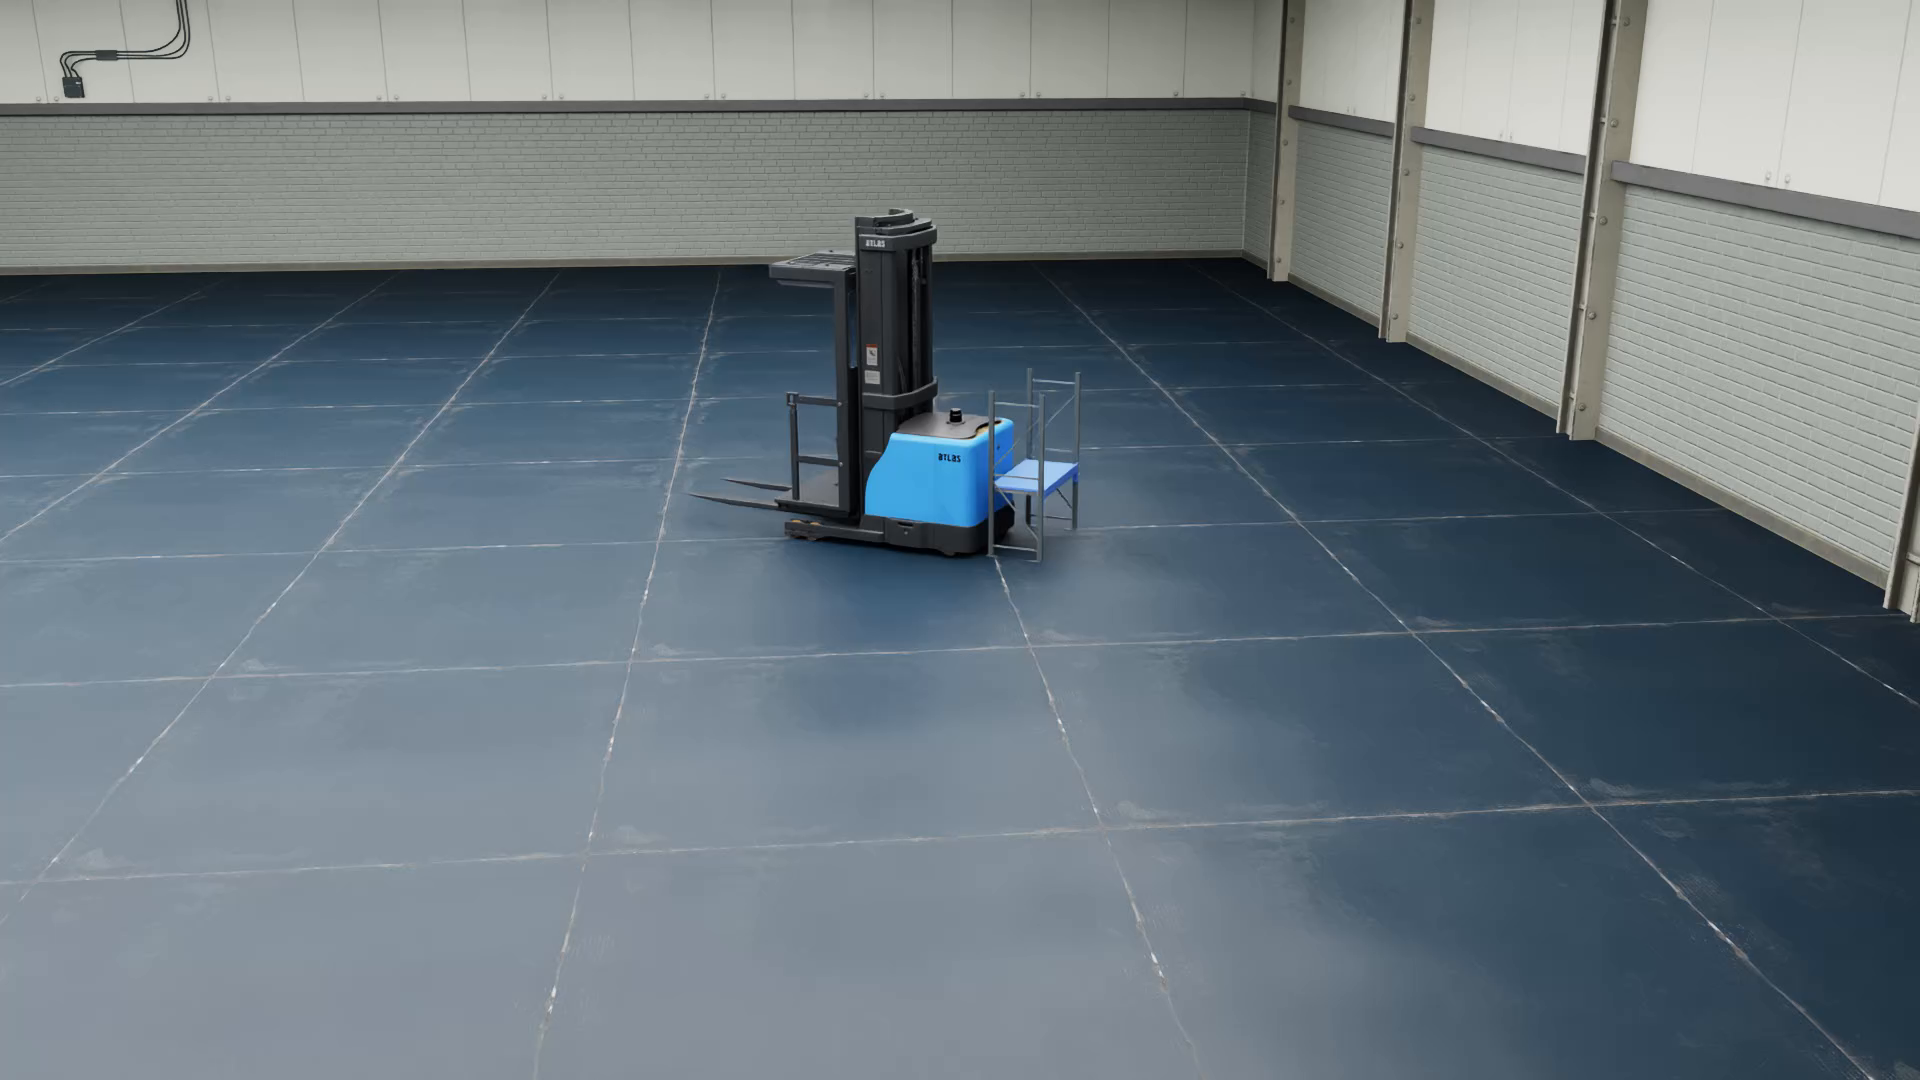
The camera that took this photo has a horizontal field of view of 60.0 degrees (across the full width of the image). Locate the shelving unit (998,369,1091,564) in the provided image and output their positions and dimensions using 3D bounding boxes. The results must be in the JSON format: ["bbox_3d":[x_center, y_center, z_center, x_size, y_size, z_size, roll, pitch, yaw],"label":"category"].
[{"bbox_3d":[0.763,-0.674,14.893,0.538,1.500,1.048,7,19,20],"label":"shelving unit"}]

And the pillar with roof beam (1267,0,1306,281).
[{"bbox_3d":[1.543,-8.930,28.671,9.100,9.000,0.400,-2,18,-6],"label":"pillar with roof beam"}]

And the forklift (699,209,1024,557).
[{"bbox_3d":[-0.969,-1.517,15.190,3.031,2.935,1.130,7,19,23],"label":"forklift"}]

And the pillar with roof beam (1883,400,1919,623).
[{"bbox_3d":[3.400,-3.567,11.589,9.100,9.000,0.400,-2,18,-6],"label":"pillar with roof beam"}]

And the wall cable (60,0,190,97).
[{"bbox_3d":[-15.051,-10.920,29.331,2.305,6.003,0.169,-2,18,-6],"label":"wall cable"}]

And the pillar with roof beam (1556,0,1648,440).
[{"bbox_3d":[2.781,-5.355,17.283,9.100,9.000,0.400,-2,18,-6],"label":"pillar with roof beam"}]

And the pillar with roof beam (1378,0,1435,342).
[{"bbox_3d":[2.162,-7.142,22.977,9.100,9.000,0.400,-2,18,-6],"label":"pillar with roof beam"}]

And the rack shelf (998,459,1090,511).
[{"bbox_3d":[0.763,-0.502,14.946,0.538,0.185,1.000,7,19,20],"label":"rack shelf"}]

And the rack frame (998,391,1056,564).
[{"bbox_3d":[0.579,-0.532,14.440,0.500,1.500,0.032,7,19,20],"label":"rack frame"}]

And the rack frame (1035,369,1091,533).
[{"bbox_3d":[0.947,-0.816,15.345,0.500,1.500,0.032,7,19,20],"label":"rack frame"}]
